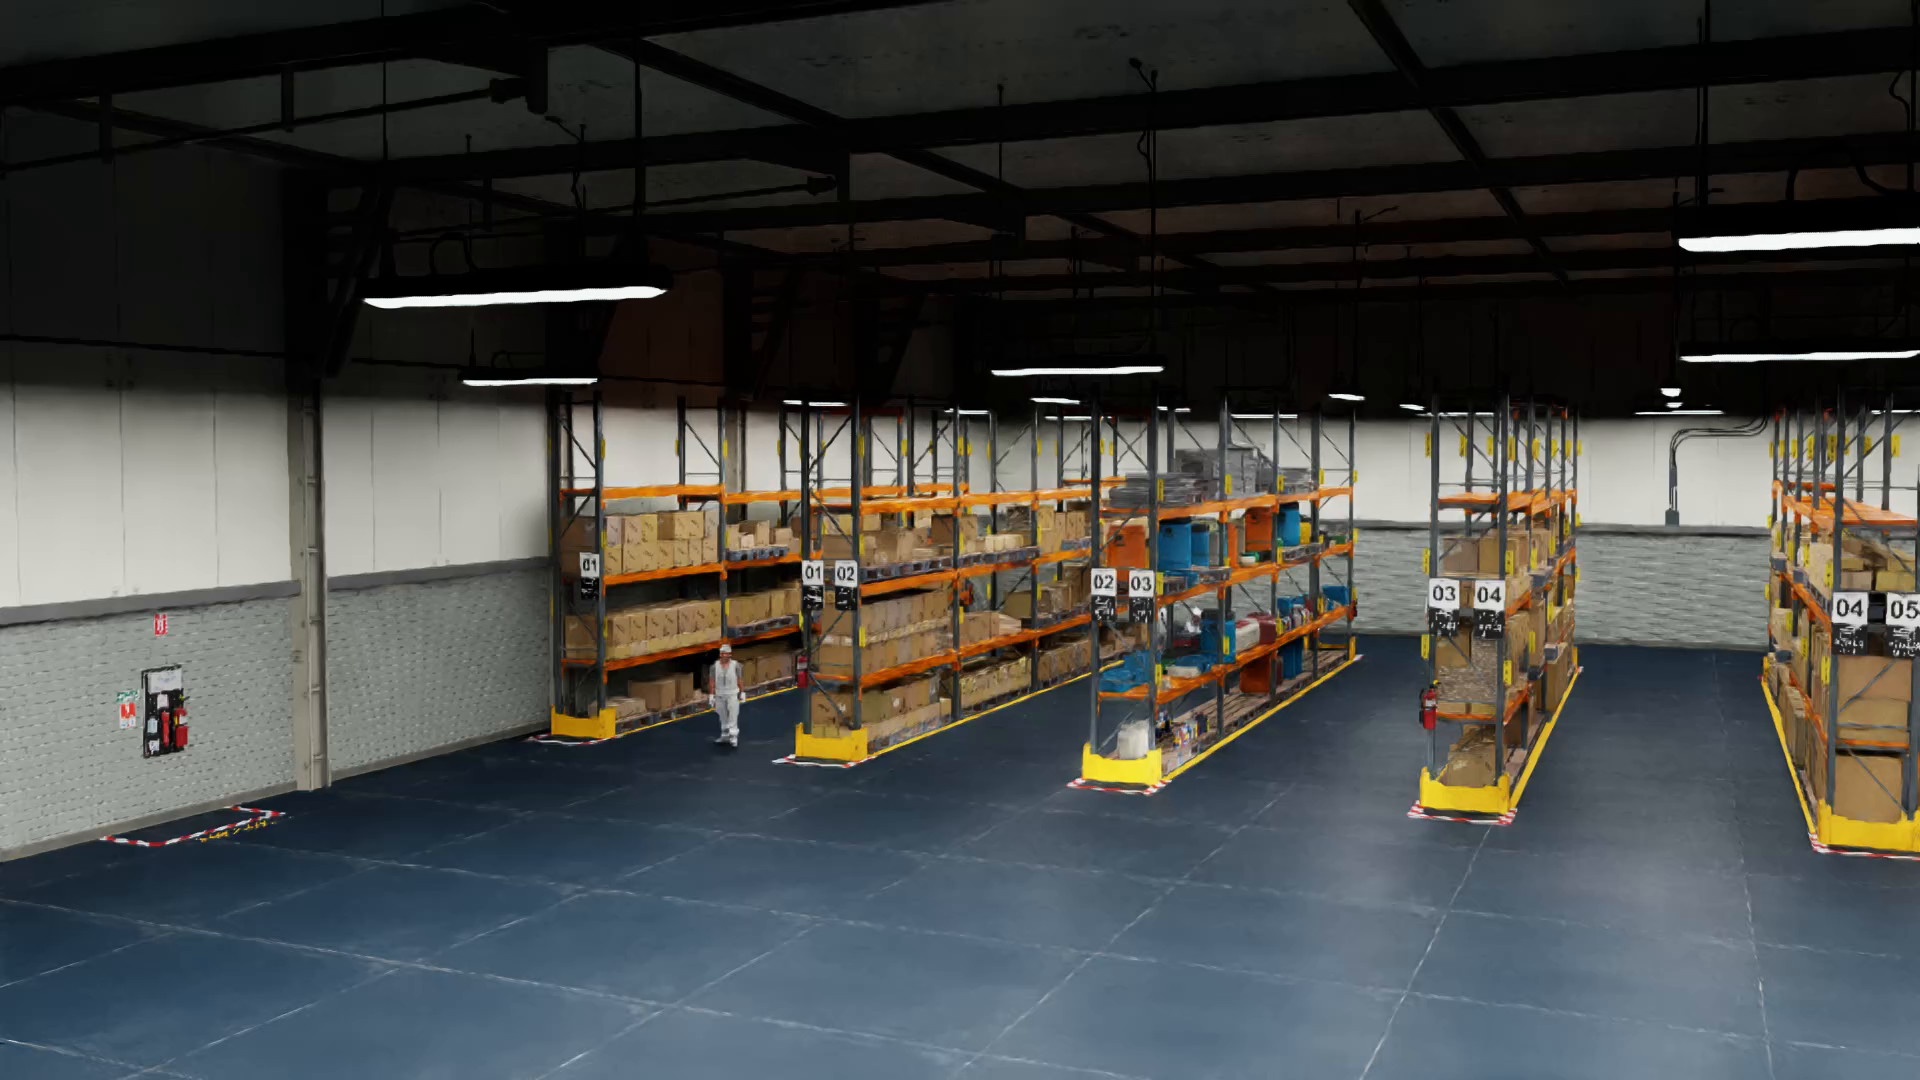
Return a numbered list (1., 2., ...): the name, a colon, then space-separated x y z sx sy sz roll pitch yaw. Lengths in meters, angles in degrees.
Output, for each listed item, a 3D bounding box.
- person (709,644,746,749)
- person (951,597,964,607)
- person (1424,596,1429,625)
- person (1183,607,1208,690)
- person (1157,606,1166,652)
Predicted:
1. person: -3.903 2.600 27.827 0.597 1.745 0.965 0 3 1
2. person: -0.081 1.611 45.174 0.759 1.770 0.531 -2 4 -37
3. person: 11.878 1.930 41.770 0.417 1.502 1.036 2 4 26
4. person: 4.911 2.245 34.441 0.677 1.725 0.574 1 3 22
5. person: 4.592 2.085 37.968 0.502 1.624 0.989 1 3 22
